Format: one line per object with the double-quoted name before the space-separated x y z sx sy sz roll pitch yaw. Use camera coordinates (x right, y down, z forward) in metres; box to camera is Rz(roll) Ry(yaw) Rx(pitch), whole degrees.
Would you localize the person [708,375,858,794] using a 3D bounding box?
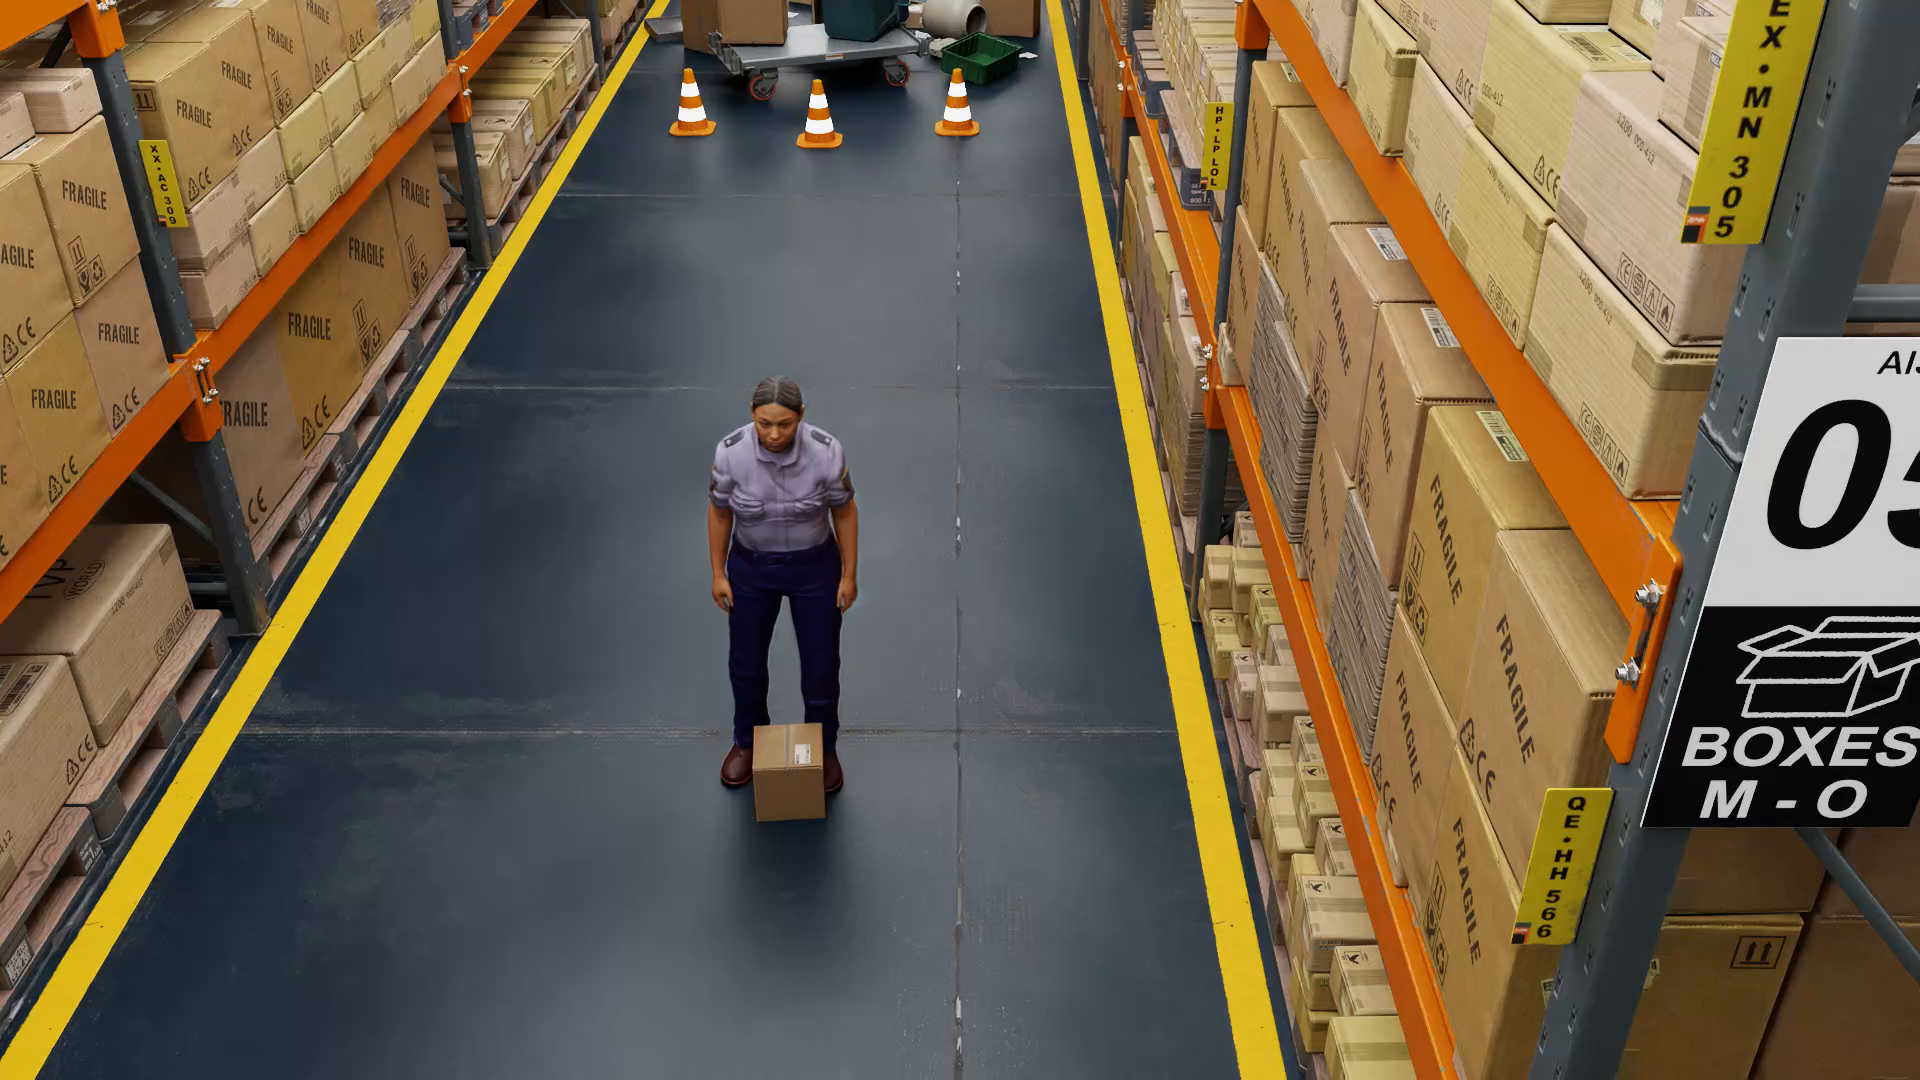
"person" -0.631 0.143 5.911 0.545 1.651 0.414 0 32 -1
